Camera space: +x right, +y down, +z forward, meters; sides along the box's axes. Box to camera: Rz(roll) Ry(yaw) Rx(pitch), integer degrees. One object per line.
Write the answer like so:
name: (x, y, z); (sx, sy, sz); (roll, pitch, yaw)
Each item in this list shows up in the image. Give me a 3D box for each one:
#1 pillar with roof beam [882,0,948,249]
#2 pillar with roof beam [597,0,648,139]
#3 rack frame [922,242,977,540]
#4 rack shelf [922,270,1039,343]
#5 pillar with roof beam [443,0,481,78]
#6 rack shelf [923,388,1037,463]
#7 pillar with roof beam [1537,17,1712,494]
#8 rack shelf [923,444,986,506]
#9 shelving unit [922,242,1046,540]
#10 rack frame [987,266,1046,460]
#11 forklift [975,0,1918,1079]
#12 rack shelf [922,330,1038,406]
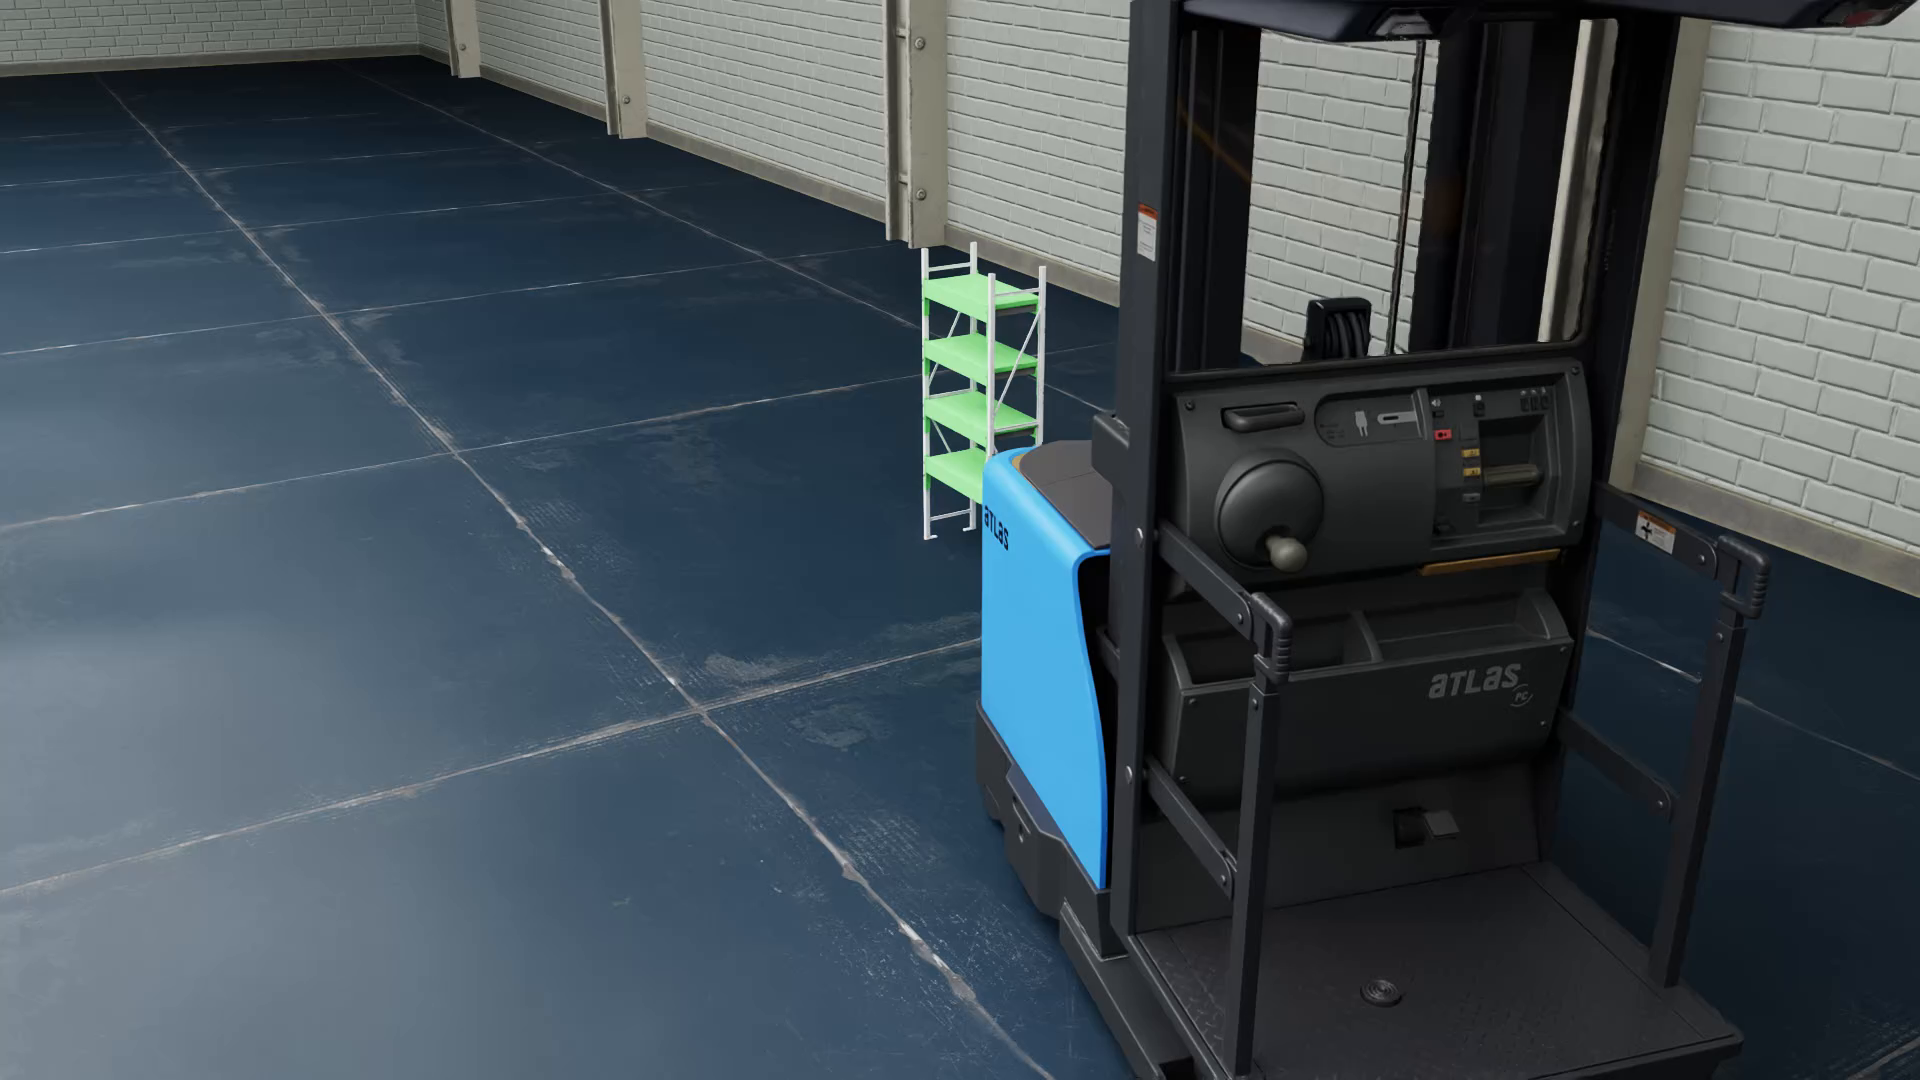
pillar with roof beam: (-4.017, -5.529, 8.463); (9.100, 9.000, 0.400); (-13, 25, -28)
pillar with roof beam: (-7.082, -7.471, 13.242); (9.100, 9.000, 0.400); (-13, 25, -28)
rack frame: (-0.040, -0.581, 6.648); (0.240, 1.200, 0.015); (-13, 25, -28)
rack shelf: (0.085, -0.888, 6.297); (0.258, 0.148, 0.480); (-13, 25, -28)
pillar with roof beam: (-10.147, -9.413, 18.020); (9.100, 9.000, 0.400); (-13, 25, -28)
rack shelf: (0.085, -0.443, 6.478); (0.258, 0.148, 0.480); (-13, 25, -28)
pillar with roof beam: (-0.952, -3.587, 3.685); (9.100, 9.000, 0.400); (-13, 25, -28)
rack shelf: (0.085, -0.221, 6.568); (0.258, 0.148, 0.480); (-13, 25, -28)
shelving unit: (0.085, -0.502, 6.454); (0.258, 1.200, 0.503); (-13, 25, -28)
rack frame: (0.209, -0.423, 6.259); (0.240, 1.200, 0.015); (-13, 25, -28)
forklift: (0.946, -0.129, 3.237); (1.130, 2.935, 3.031); (-6, 23, -15)
rack shelf: (0.085, -0.665, 6.387); (0.258, 0.148, 0.480); (-13, 25, -28)
